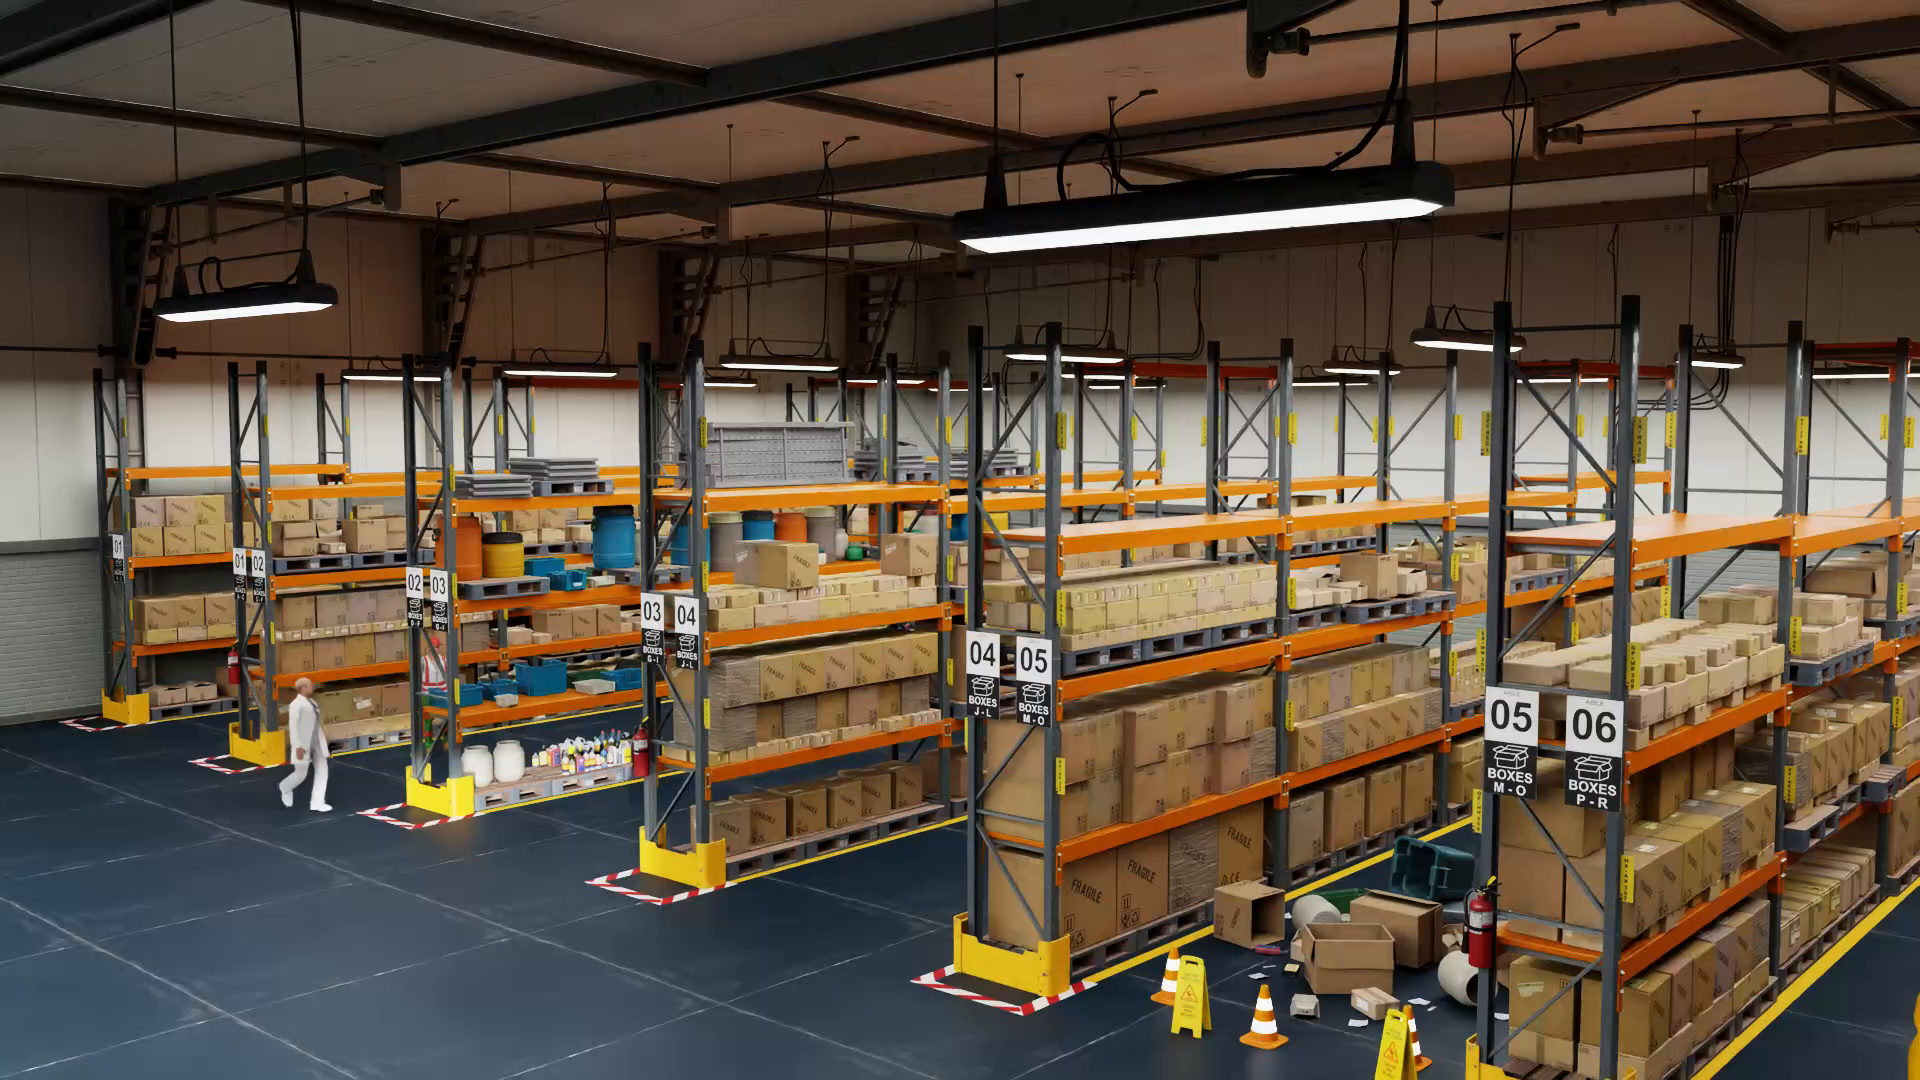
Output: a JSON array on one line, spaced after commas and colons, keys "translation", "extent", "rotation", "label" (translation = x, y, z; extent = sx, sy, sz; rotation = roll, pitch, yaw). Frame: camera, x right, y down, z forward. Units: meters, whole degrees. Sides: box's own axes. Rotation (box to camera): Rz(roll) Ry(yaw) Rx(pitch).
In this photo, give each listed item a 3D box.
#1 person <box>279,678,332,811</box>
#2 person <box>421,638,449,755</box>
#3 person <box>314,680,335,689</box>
[{"translation": [-8.607, 2.669, 21.796], "extent": [0.824, 1.746, 0.546], "rotation": [4, 5, 40], "label": "person"}, {"translation": [-8.119, 2.398, 25.611], "extent": [0.648, 1.808, 0.400], "rotation": [-3, 5, -38], "label": "person"}, {"translation": [-10.822, 2.249, 28.472], "extent": [0.517, 1.708, 0.628], "rotation": [4, 6, 45], "label": "person"}]
